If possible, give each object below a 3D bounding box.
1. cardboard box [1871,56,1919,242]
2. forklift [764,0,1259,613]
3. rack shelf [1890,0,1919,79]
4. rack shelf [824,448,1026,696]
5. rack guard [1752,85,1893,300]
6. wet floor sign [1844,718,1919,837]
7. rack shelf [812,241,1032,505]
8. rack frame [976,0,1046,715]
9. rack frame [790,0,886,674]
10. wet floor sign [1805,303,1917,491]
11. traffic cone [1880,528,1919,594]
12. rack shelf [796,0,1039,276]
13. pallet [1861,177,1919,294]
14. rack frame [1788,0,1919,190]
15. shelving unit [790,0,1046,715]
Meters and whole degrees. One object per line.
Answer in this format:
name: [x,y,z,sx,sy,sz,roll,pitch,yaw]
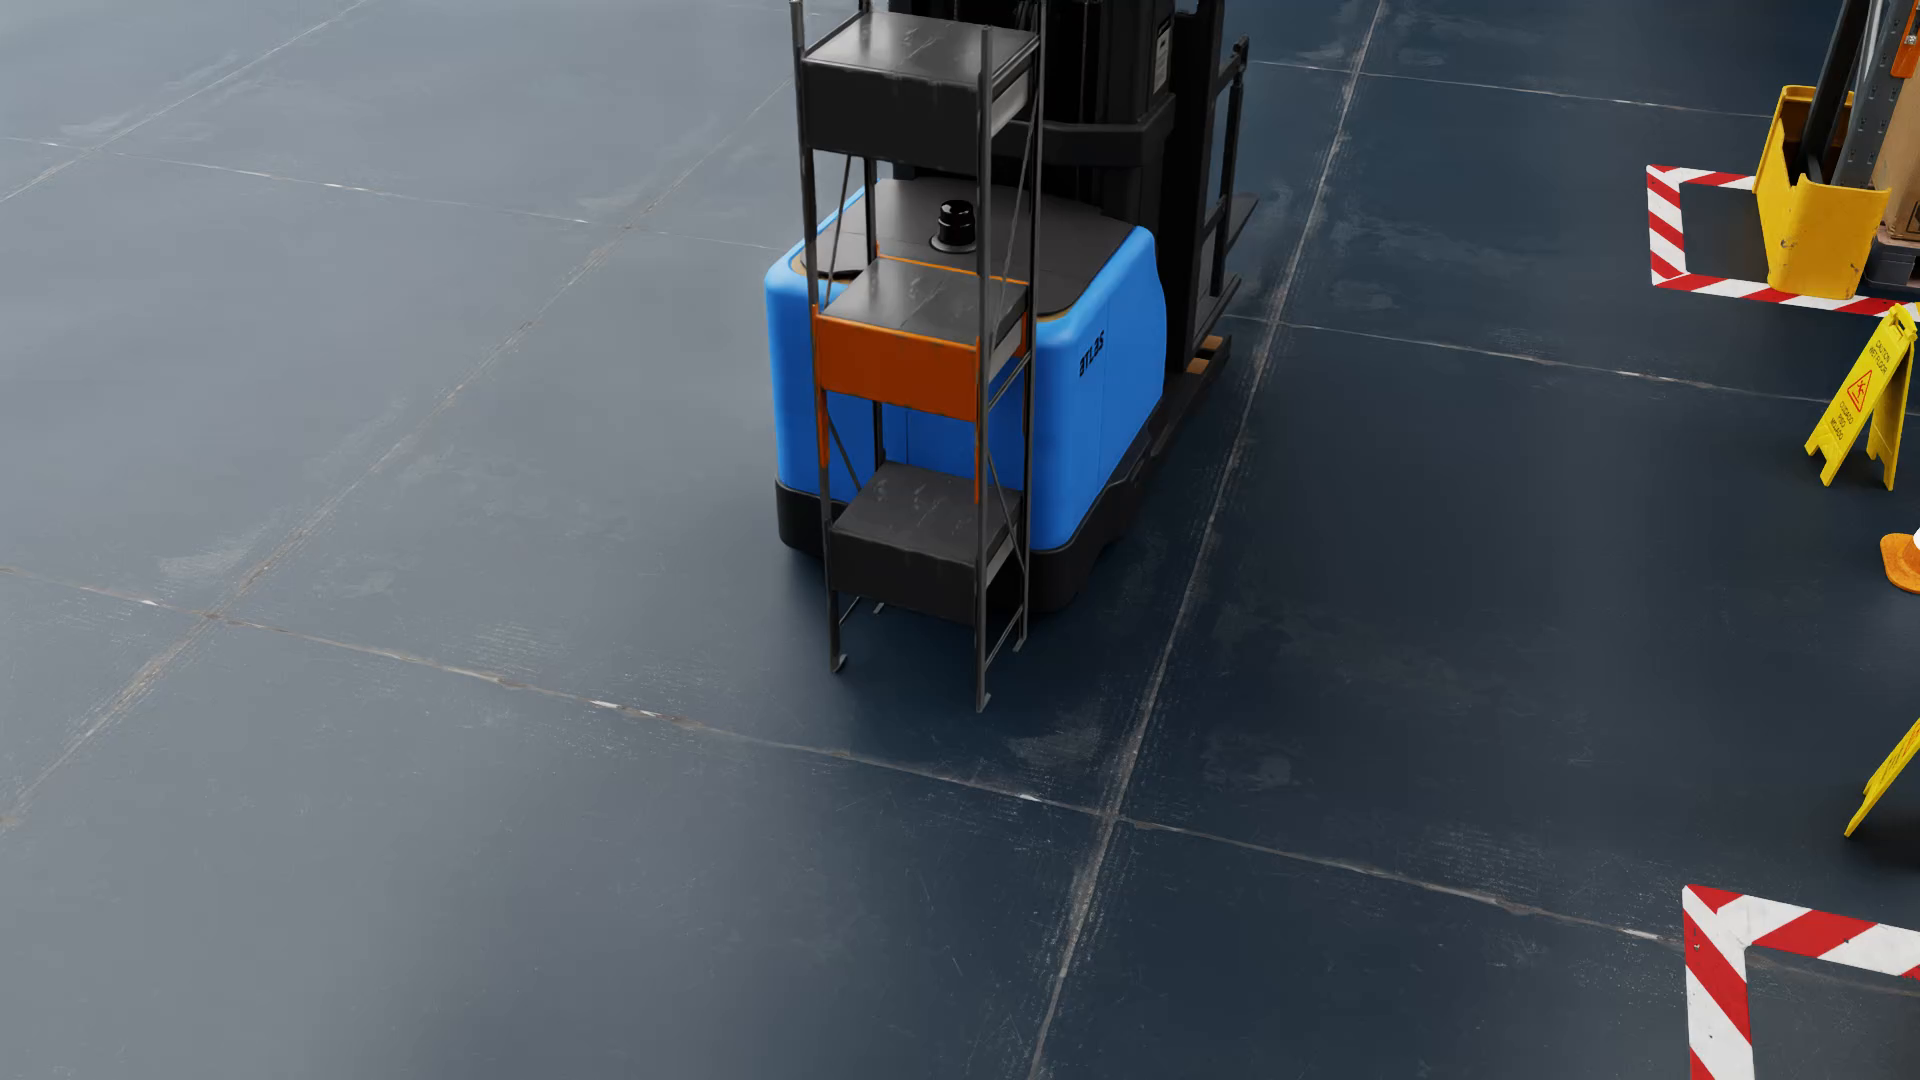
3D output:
cardboard box: [4.544,-1.816,7.125,0.875,0.875,0.875,11,38,14]
forklift: [0.433,-1.816,5.744,1.130,2.935,3.031,14,39,19]
rack shelf: [5.786,-1.942,6.465,4.000,0.370,1.077,10,38,14]
rack shelf: [-0.094,0.092,5.058,0.480,0.518,0.431,14,39,18]
rack guard: [3.854,-1.583,7.479,0.348,0.500,1.175,10,38,14]
wet floor sign: [2.635,0.542,4.469,0.232,0.644,0.267,24,43,29]
rack shelf: [-0.094,-0.472,4.643,0.480,0.518,0.431,14,39,18]
rack frame: [0.131,-0.428,4.560,0.015,2.100,0.400,14,39,18]
rack frame: [-0.320,-0.538,4.710,0.015,2.100,0.400,14,39,18]
wet floor sign: [3.259,-0.522,5.915,0.232,0.644,0.267,4,37,6]
traffic cone: [3.299,-0.087,5.478,0.334,0.463,0.336,10,38,14]
rack shelf: [-0.094,-1.036,4.228,0.480,0.518,0.431,14,39,18]
pallet: [4.663,-1.365,7.427,1.213,0.211,1.003,10,38,14]
rack frame: [3.877,-2.585,6.732,0.127,3.000,1.000,10,38,14]
shelving unit: [-0.094,-0.483,4.635,0.503,2.100,0.431,14,39,18]
